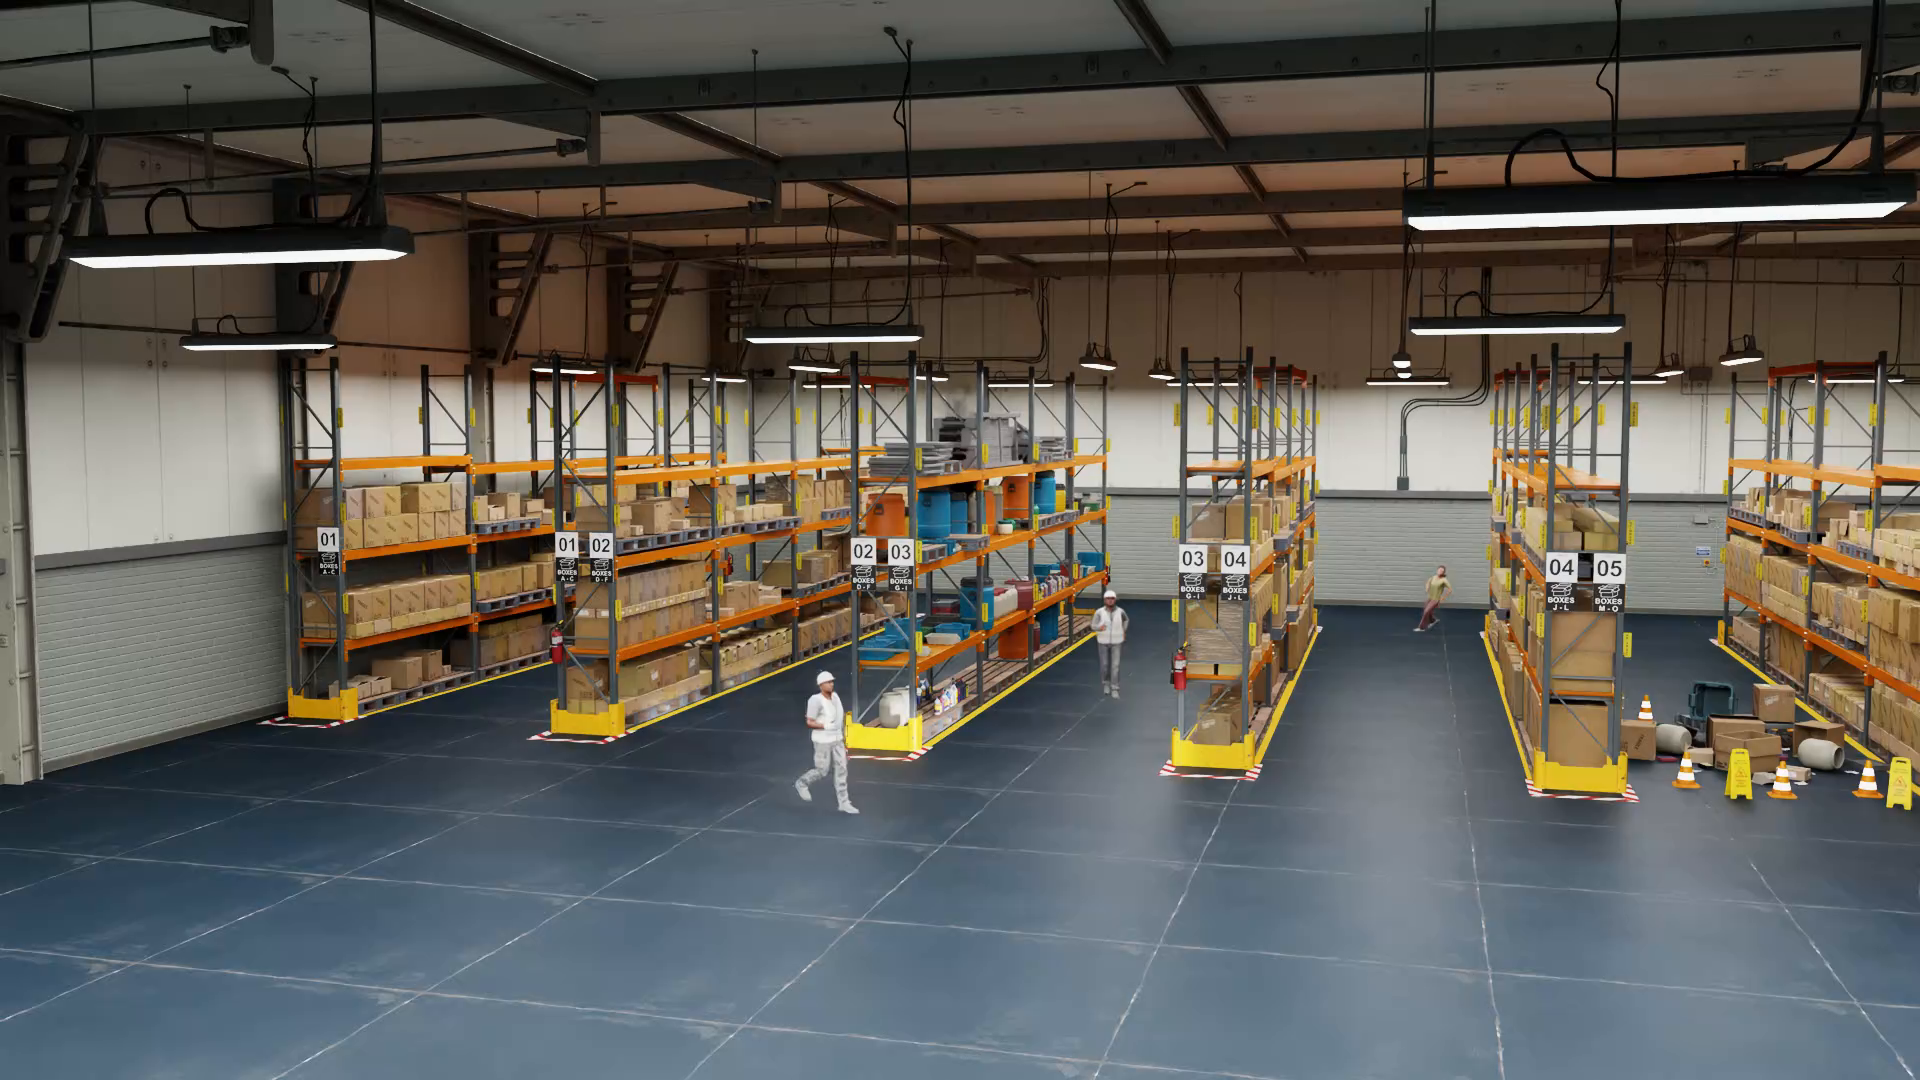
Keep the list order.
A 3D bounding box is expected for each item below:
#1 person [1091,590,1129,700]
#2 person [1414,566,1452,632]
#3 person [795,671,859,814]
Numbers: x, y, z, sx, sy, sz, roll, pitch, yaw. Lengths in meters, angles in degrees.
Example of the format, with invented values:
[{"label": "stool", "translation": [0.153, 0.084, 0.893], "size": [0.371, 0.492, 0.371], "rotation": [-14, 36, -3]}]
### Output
[{"label": "person", "translation": [2.532, 1.755, 28.035], "size": [0.657, 1.816, 0.882], "rotation": [0, 4, 2]}, {"label": "person", "translation": [11.114, 1.366, 38.768], "size": [0.726, 1.567, 0.771], "rotation": [-4, 6, -44]}, {"label": "person", "translation": [-1.682, 2.550, 21.064], "size": [0.973, 1.774, 0.682], "rotation": [3, 5, 37]}]
